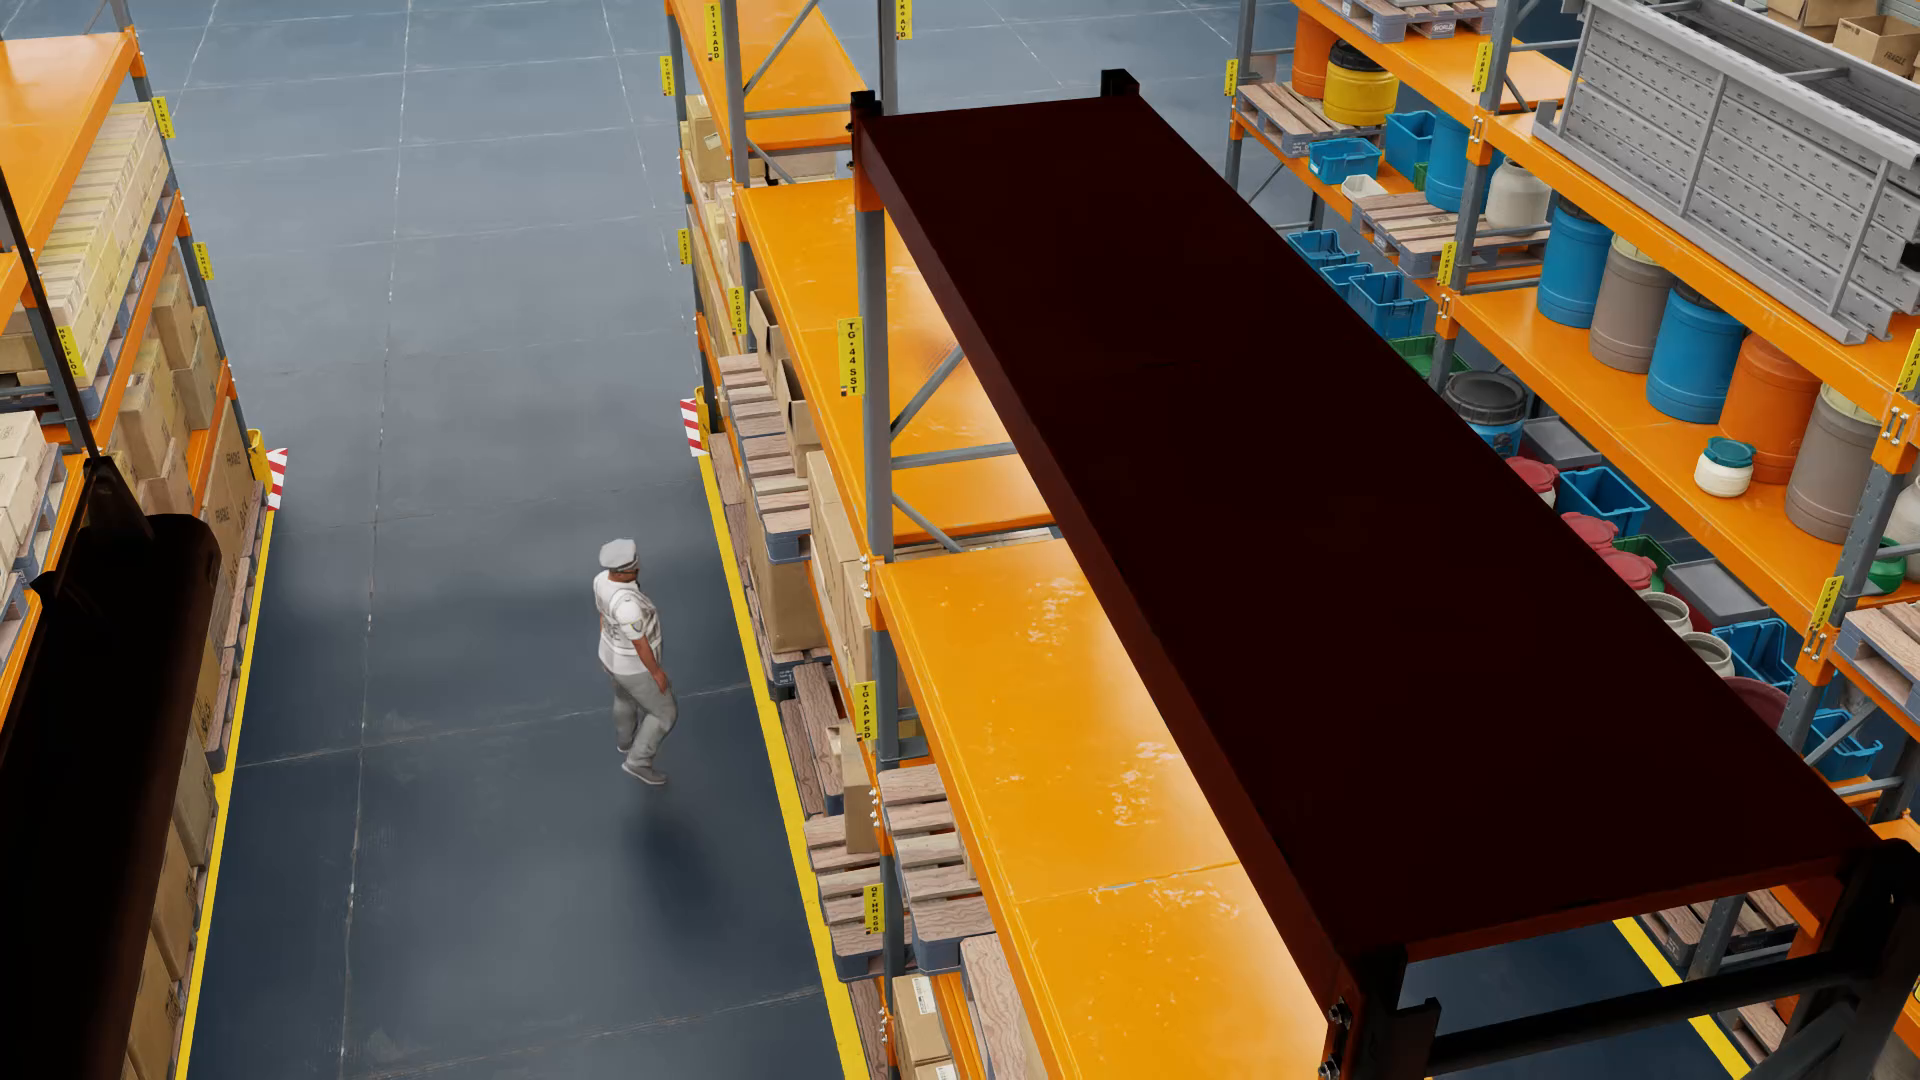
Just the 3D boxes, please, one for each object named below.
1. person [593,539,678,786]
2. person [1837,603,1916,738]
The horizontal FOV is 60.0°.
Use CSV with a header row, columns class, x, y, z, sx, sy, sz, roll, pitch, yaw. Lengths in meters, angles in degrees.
class,x,y,z,sx,sy,sz,roll,pitch,yaw
person,-2.162,0.786,10.892,0.436,1.777,0.625,-19,39,-26
person,6.271,0.750,11.525,0.390,1.699,0.542,12,36,17
